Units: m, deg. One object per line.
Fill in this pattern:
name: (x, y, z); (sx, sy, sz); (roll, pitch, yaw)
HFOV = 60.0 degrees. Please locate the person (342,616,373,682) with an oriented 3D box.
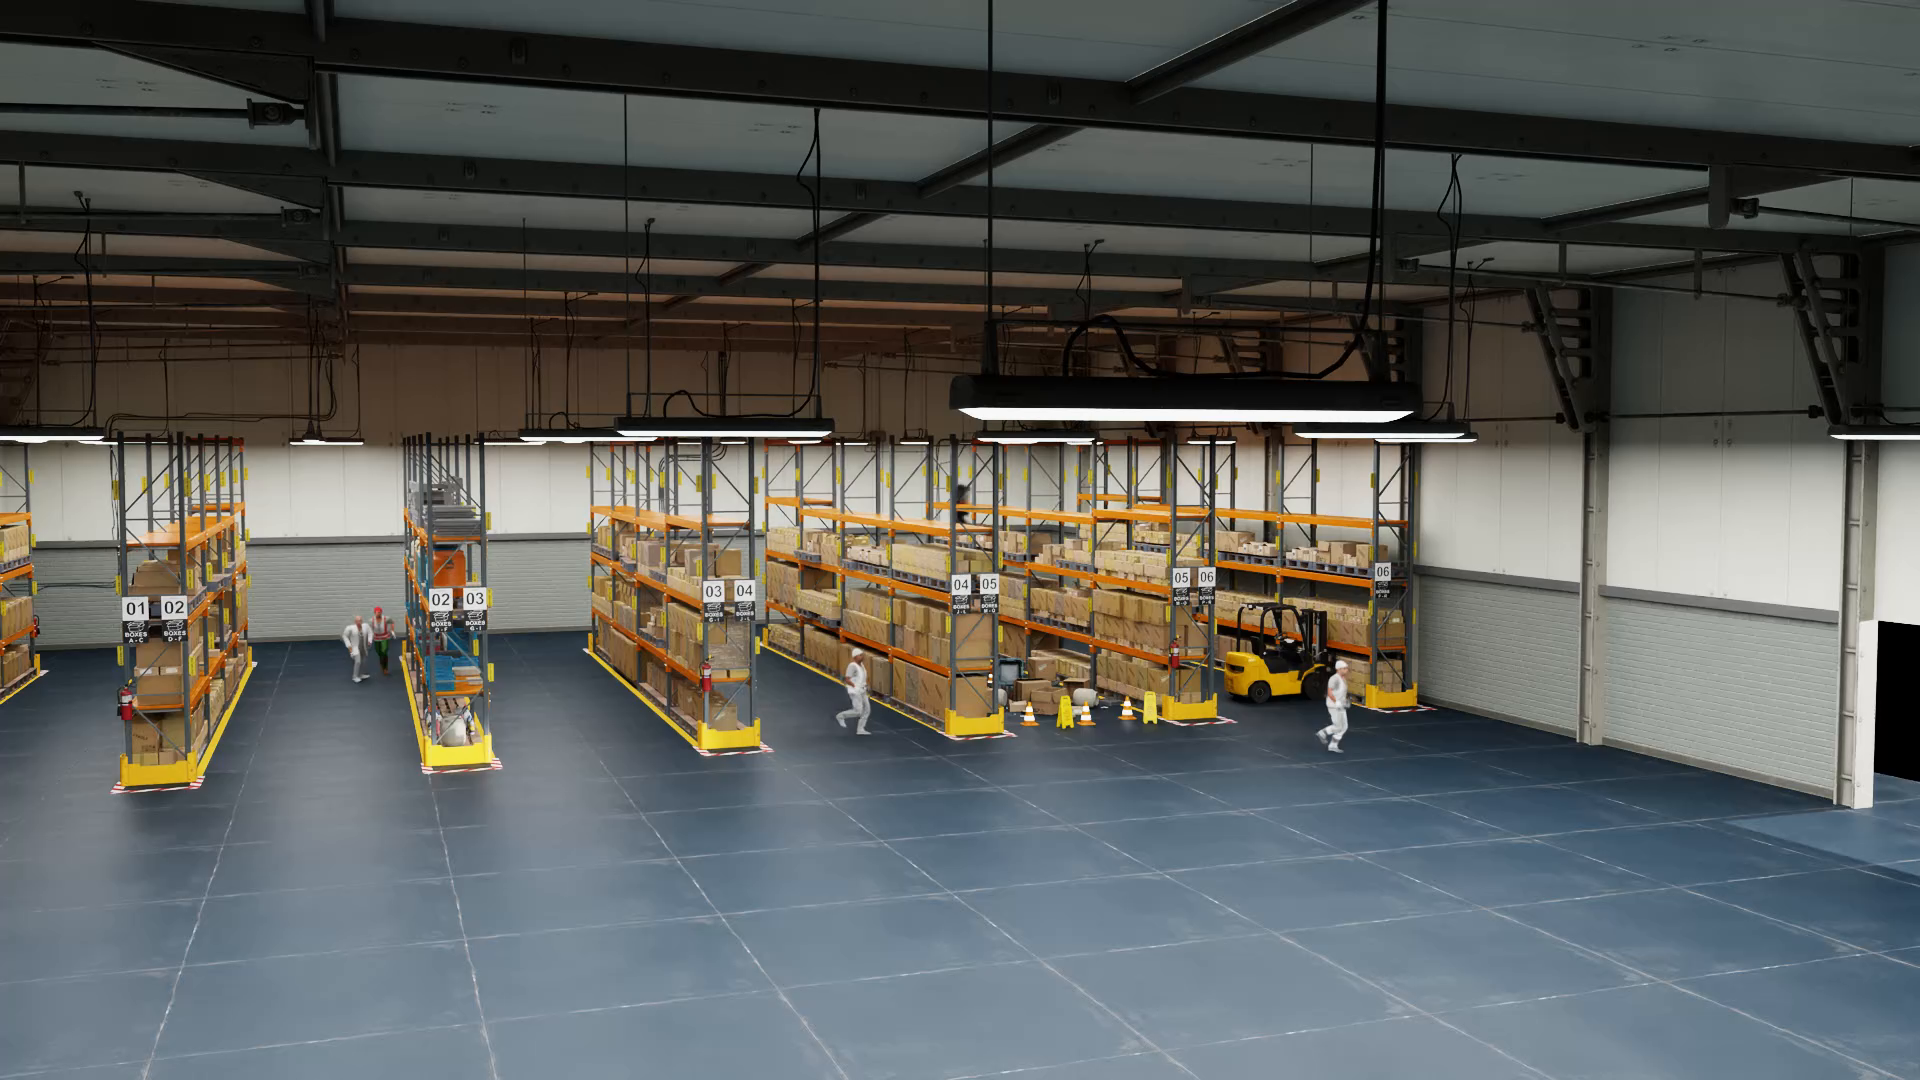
person: (-14.790, 2.646, 40.821); (0.818, 1.645, 0.757); (3, 4, 41)

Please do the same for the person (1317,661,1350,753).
person: (7.022, 3.129, 31.339); (0.629, 1.737, 0.652); (2, 4, 38)

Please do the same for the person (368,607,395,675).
person: (-14.580, 2.521, 41.907); (0.620, 1.724, 0.972); (0, 3, -2)

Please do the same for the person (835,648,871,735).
person: (-2.110, 3.023, 33.169); (0.737, 1.736, 0.693); (1, 3, 20)
